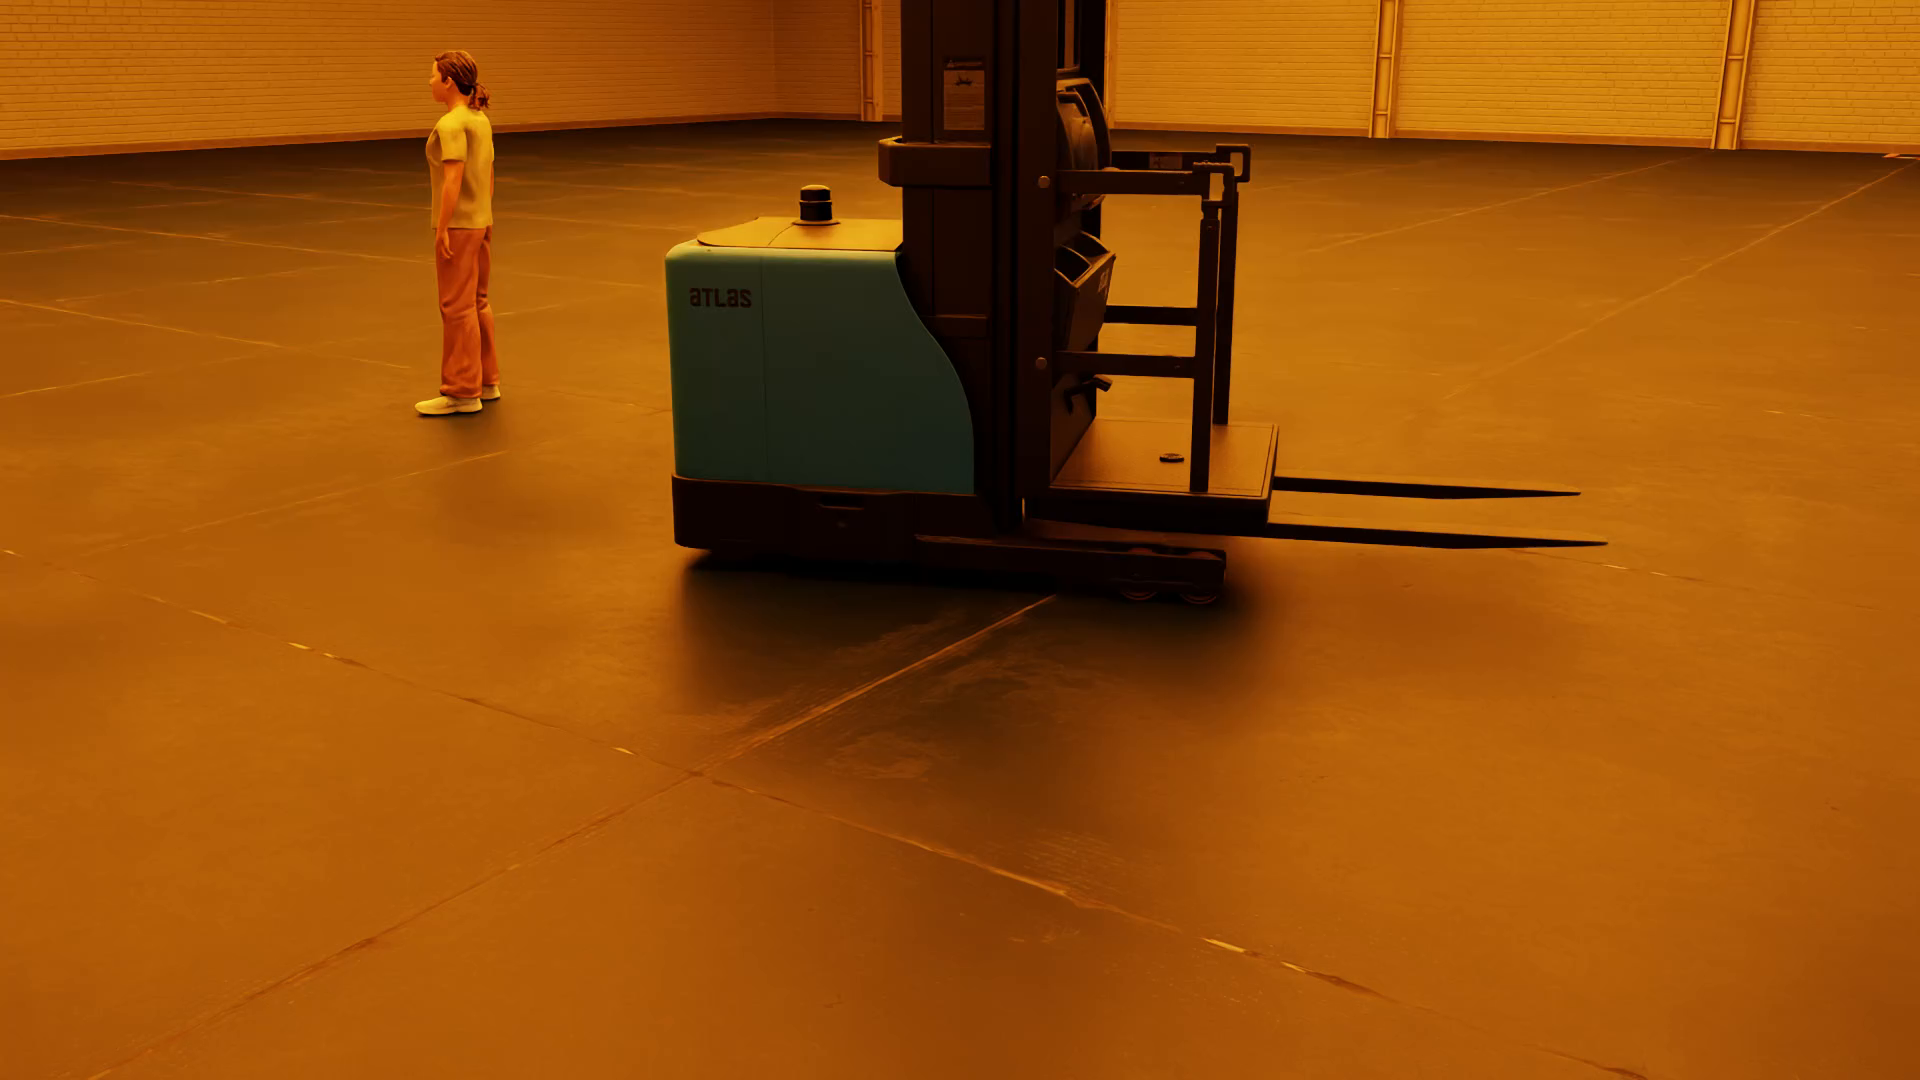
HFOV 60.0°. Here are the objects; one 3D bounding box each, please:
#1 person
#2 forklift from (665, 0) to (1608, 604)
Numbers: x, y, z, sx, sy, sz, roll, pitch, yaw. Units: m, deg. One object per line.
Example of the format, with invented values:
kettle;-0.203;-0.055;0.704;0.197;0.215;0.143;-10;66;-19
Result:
person;-2.399;-1.473;7.952;0.402;1.675;0.596;0;17;0
forklift;0.595;-1.367;5.404;3.031;2.935;1.130;4;17;12
